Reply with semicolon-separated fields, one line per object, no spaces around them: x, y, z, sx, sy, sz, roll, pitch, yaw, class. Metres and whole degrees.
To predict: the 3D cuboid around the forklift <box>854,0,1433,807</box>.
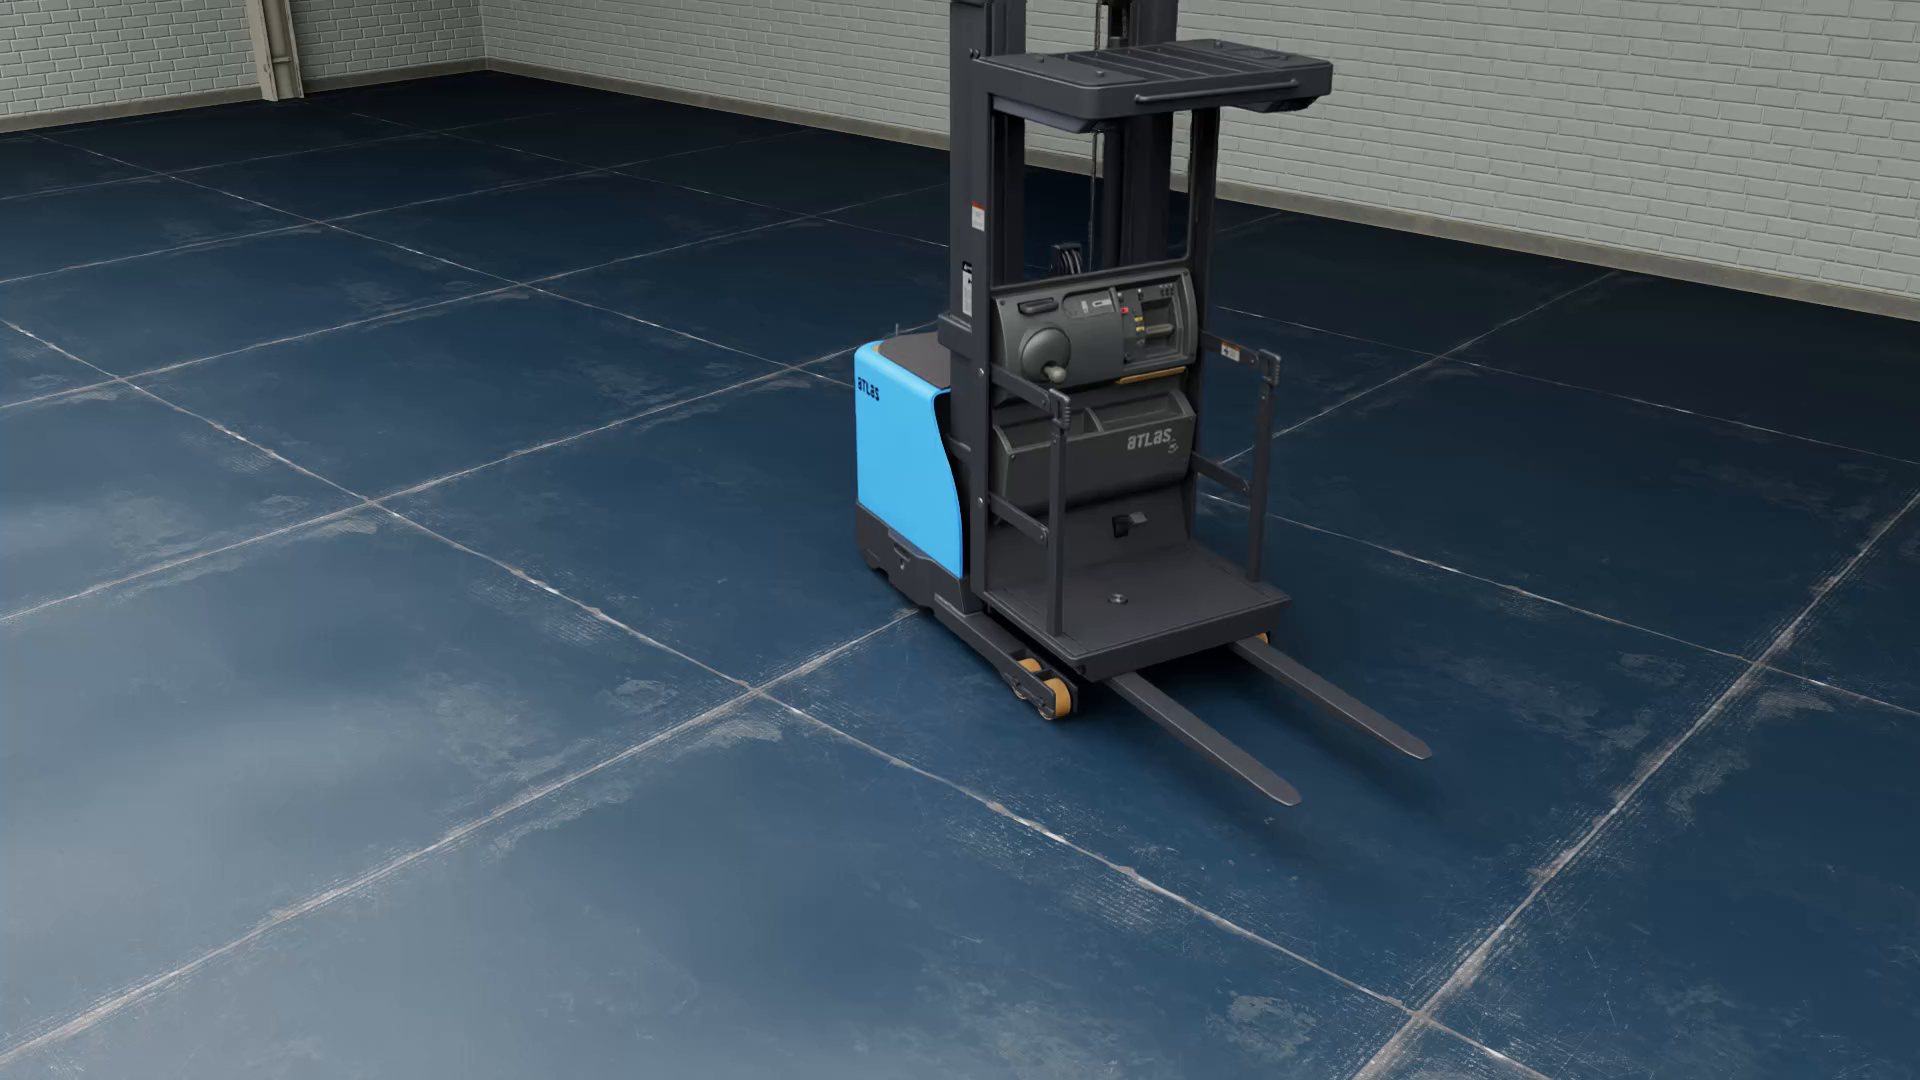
0.666;-0.831;6.521;1.130;2.935;3.031;-13;27;-27;forklift

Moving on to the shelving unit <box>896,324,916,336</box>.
-0.150;-0.552;8.198;0.252;1.050;0.215;-14;27;-28;shelving unit

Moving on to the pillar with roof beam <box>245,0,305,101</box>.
-5.043;-8.320;15.807;9.100;9.000;0.400;20;31;38;pillar with roof beam

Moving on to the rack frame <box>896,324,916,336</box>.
-0.255;-0.527;8.142;0.008;1.050;0.200;-14;27;-28;rack frame
